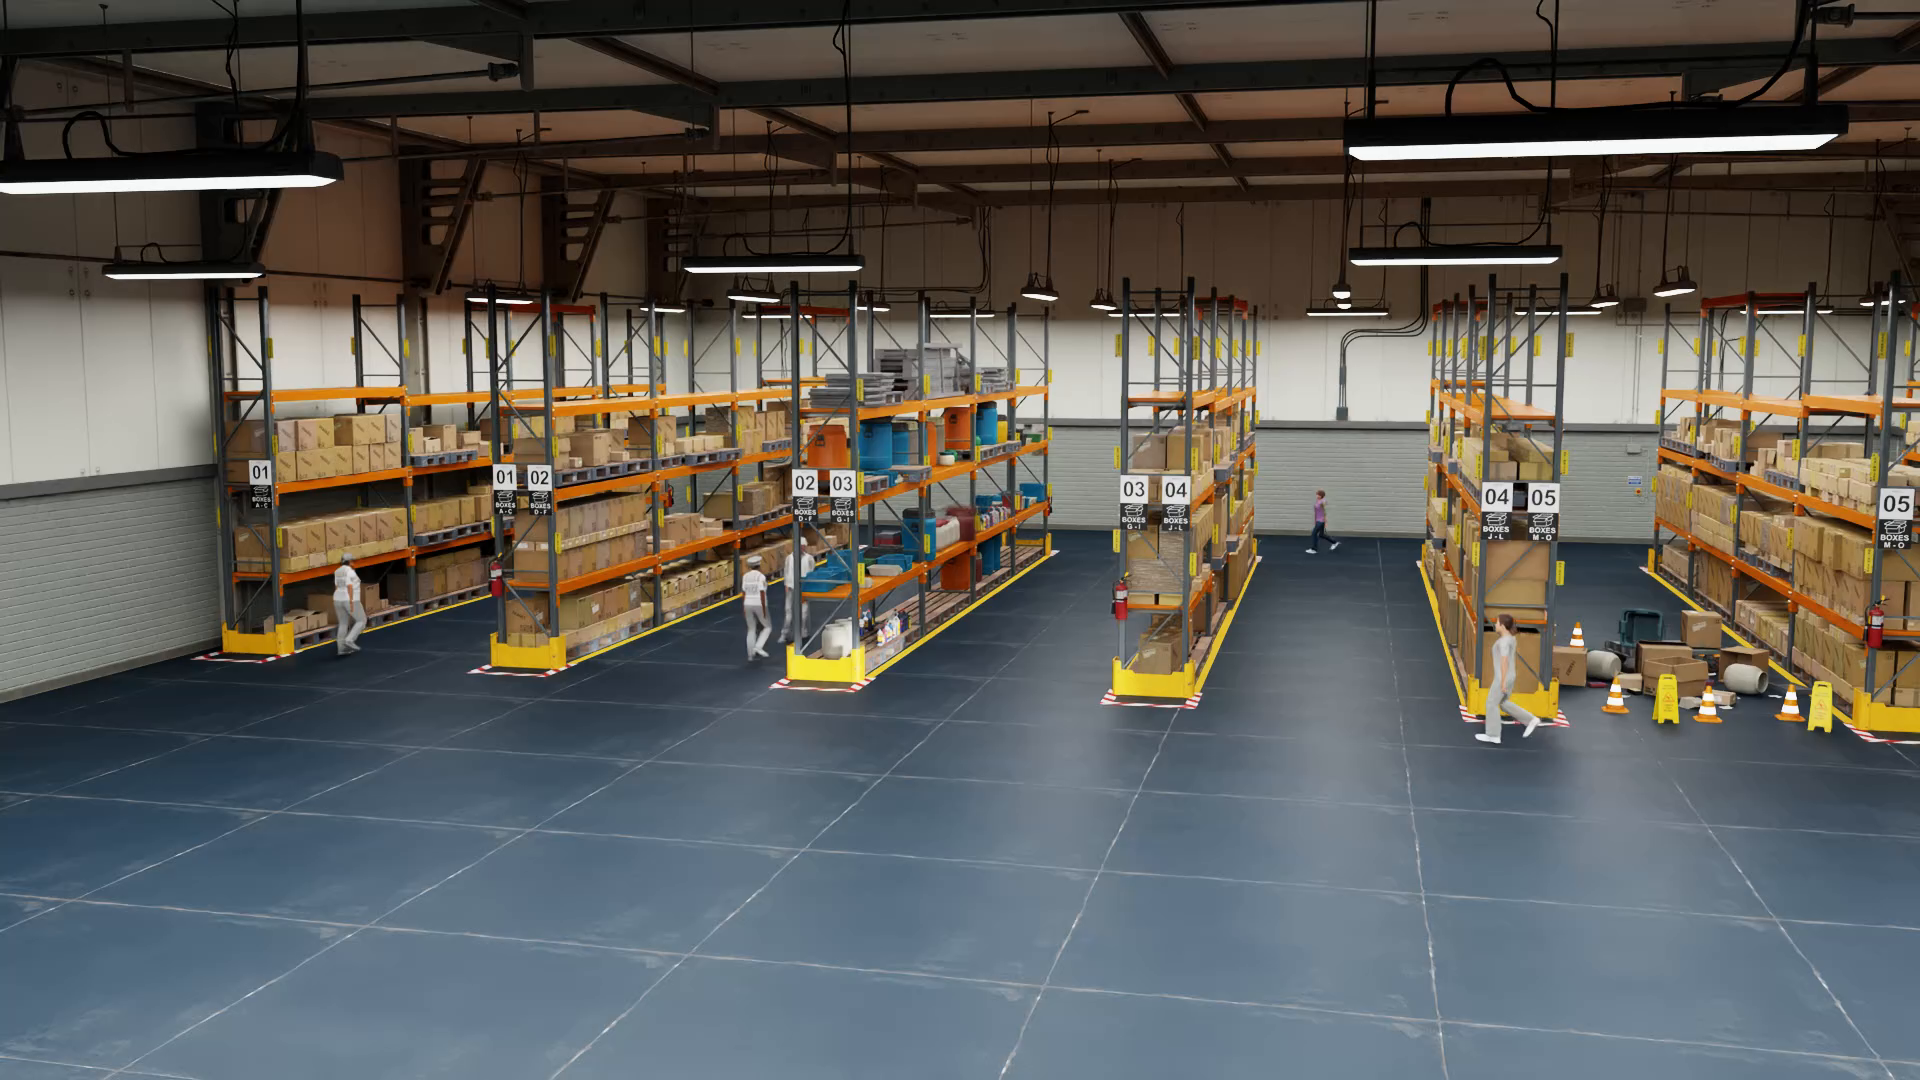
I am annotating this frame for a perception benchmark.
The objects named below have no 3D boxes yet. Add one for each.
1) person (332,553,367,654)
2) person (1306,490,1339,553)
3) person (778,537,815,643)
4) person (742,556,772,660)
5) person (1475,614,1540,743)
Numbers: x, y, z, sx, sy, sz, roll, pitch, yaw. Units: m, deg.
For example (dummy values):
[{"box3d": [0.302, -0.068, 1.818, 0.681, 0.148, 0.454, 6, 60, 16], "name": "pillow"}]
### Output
[{"box3d": [-10.069, 1.040, 27.352, 0.547, 1.652, 0.516, 2, 7, 20], "name": "person"}, {"box3d": [8.881, -0.459, 40.670, 0.842, 1.558, 0.396, 0, 7, 2], "name": "person"}, {"box3d": [-2.803, 0.845, 28.609, 0.640, 1.802, 0.636, 0, 7, 0], "name": "person"}, {"box3d": [-3.291, 1.102, 26.754, 0.510, 1.667, 0.470, 2, 7, 21], "name": "person"}, {"box3d": [6.957, 1.756, 21.058, 0.765, 1.650, 0.453, 3, 7, 24], "name": "person"}]
